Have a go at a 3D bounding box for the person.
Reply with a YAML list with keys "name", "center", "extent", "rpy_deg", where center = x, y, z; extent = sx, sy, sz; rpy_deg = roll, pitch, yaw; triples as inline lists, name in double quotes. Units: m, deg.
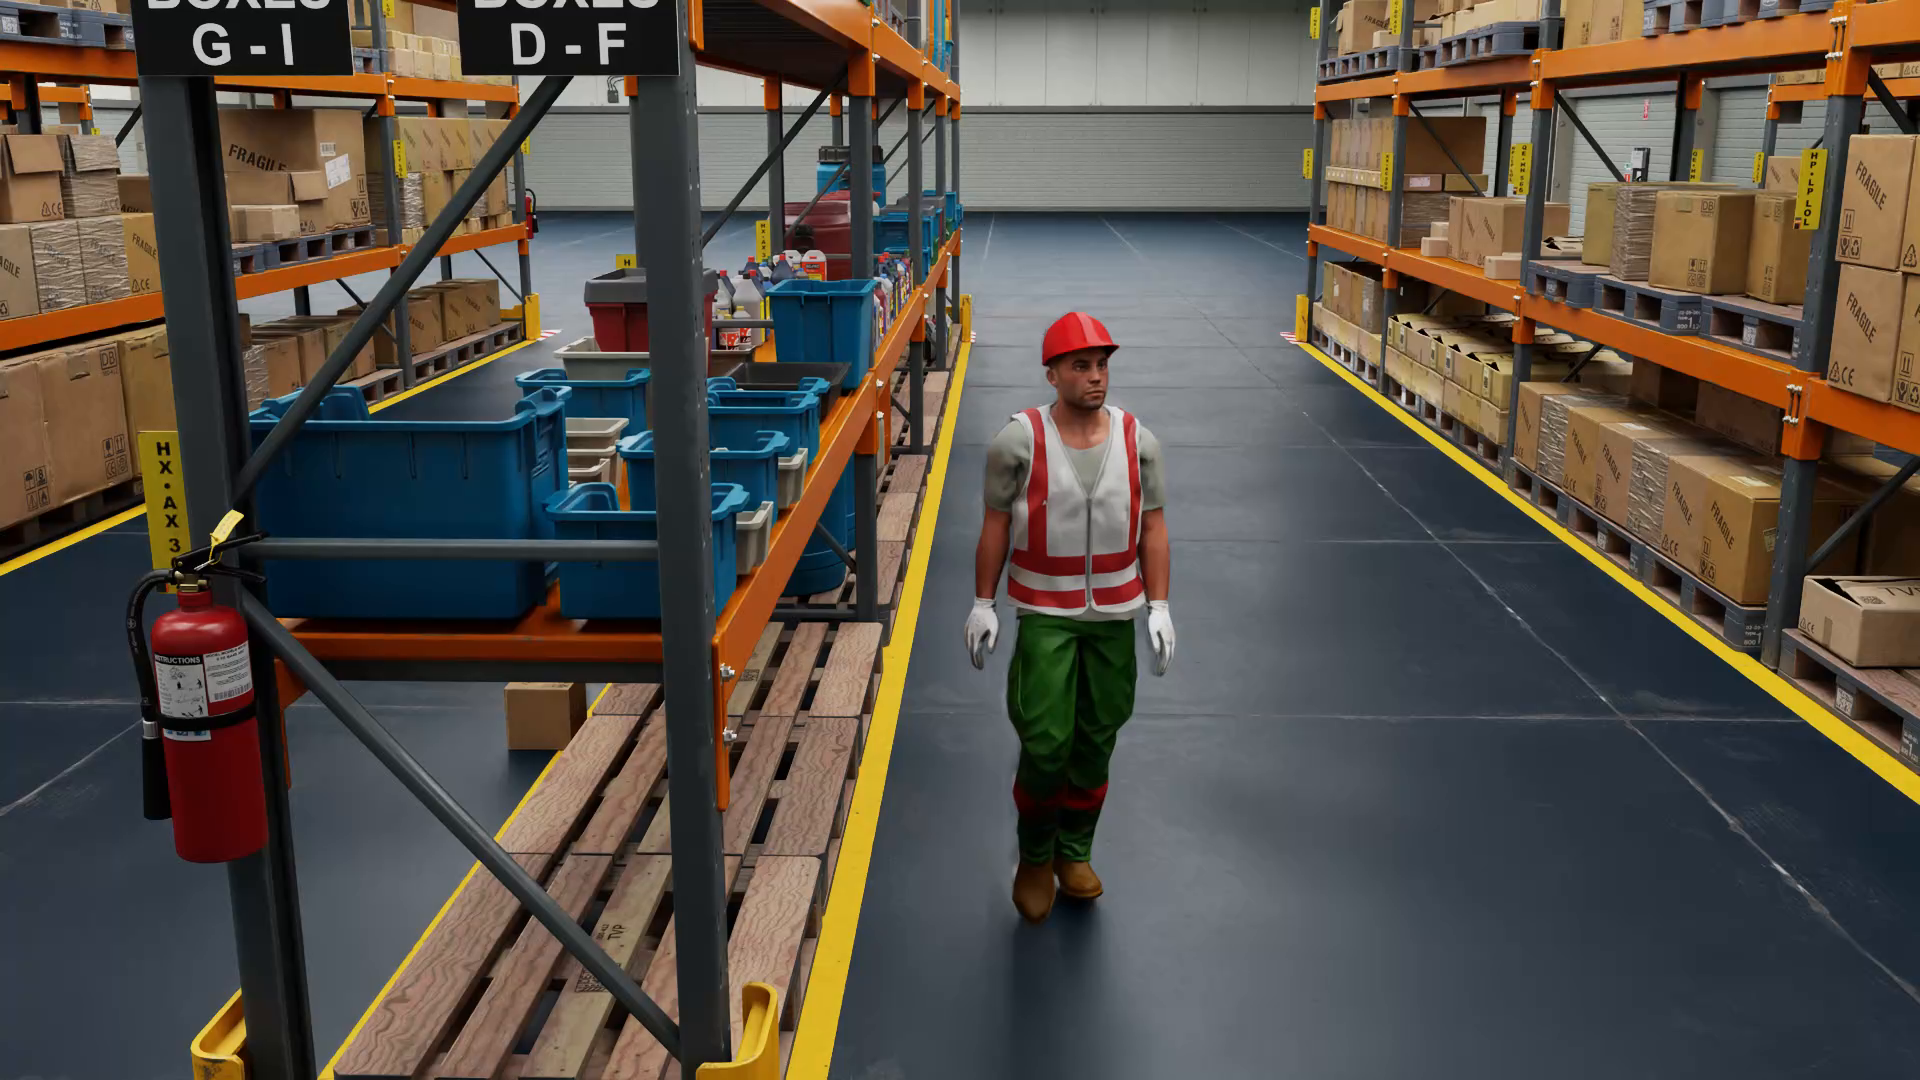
- name: "person"
  center: [0.334, 0.250, 4.865]
  extent: [0.591, 1.819, 0.480]
  rpy_deg: [-3, 14, -13]
